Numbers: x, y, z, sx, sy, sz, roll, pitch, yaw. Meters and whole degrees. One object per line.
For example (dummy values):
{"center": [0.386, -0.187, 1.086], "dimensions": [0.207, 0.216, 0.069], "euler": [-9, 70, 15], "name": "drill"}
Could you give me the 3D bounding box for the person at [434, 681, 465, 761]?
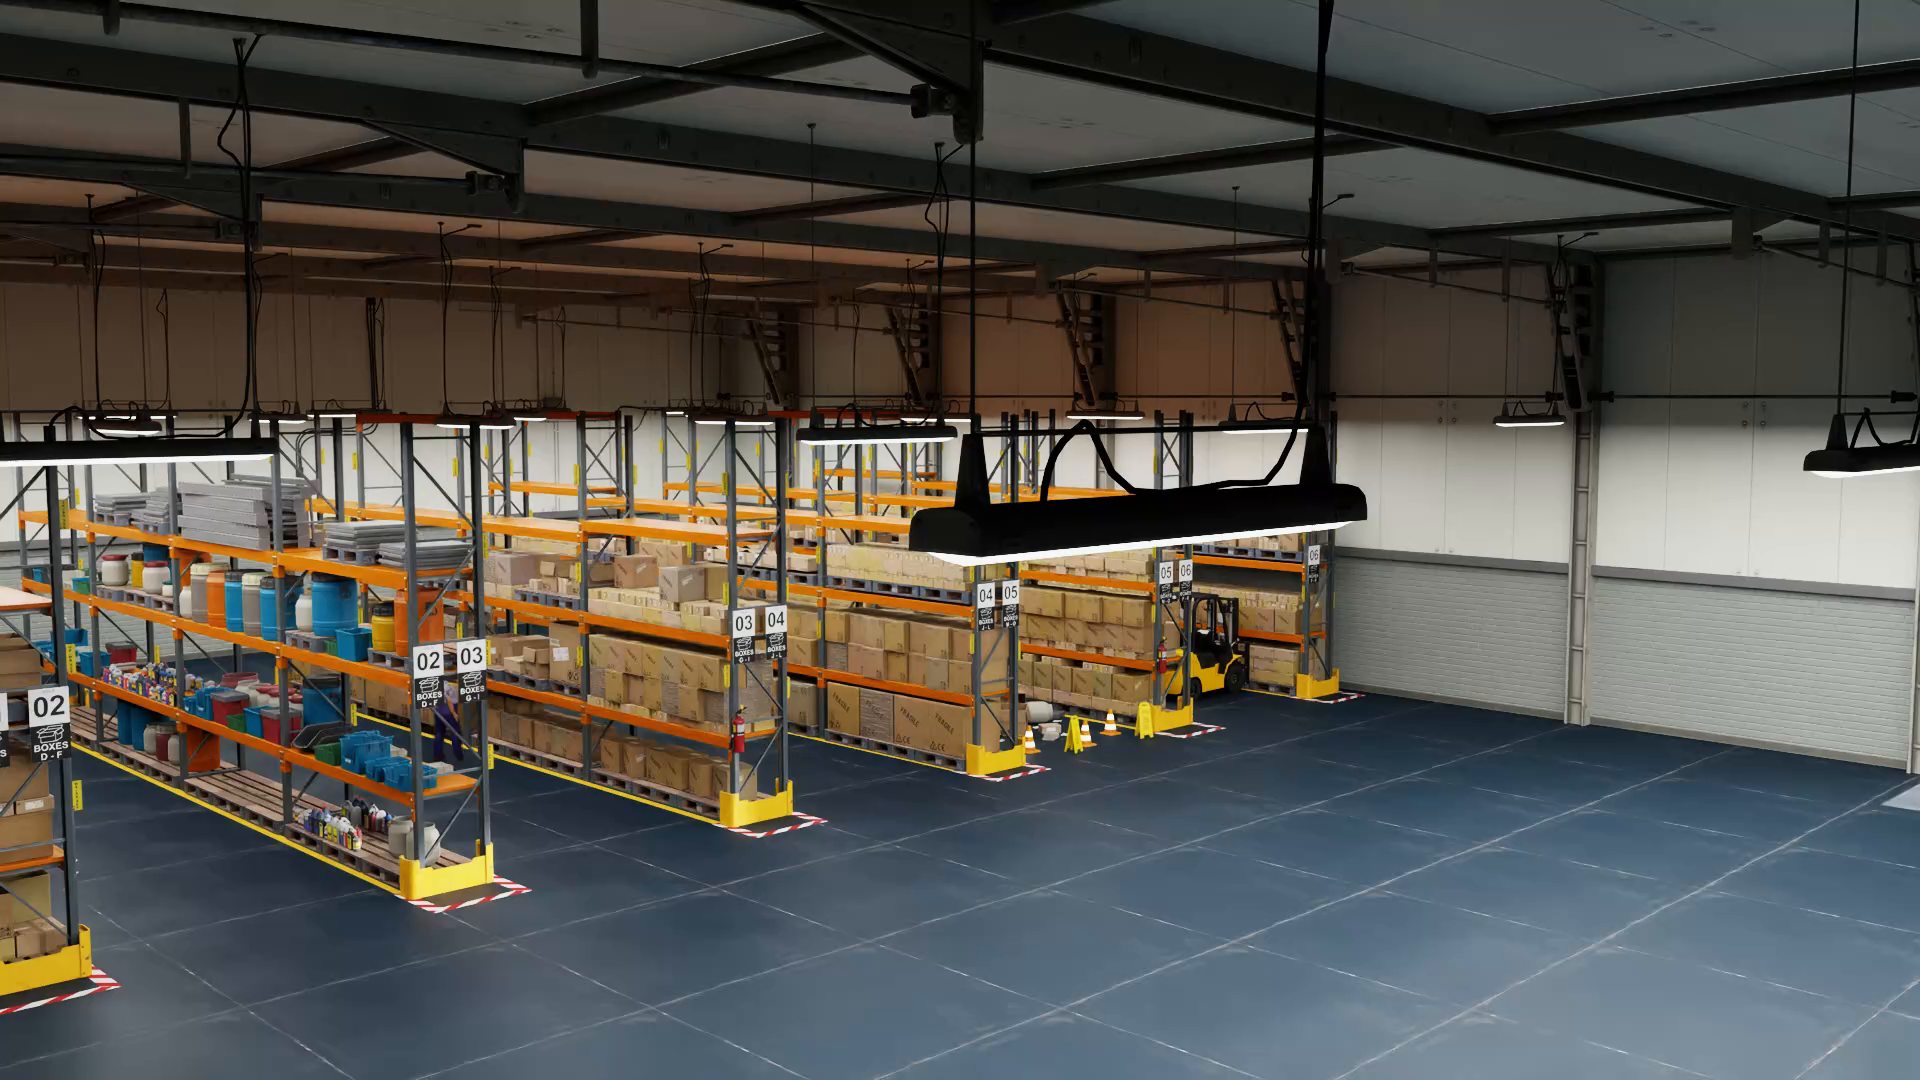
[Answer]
{"center": [-8.858, 3.006, 28.801], "dimensions": [0.558, 1.642, 0.441], "euler": [3, 6, 32], "name": "person"}
